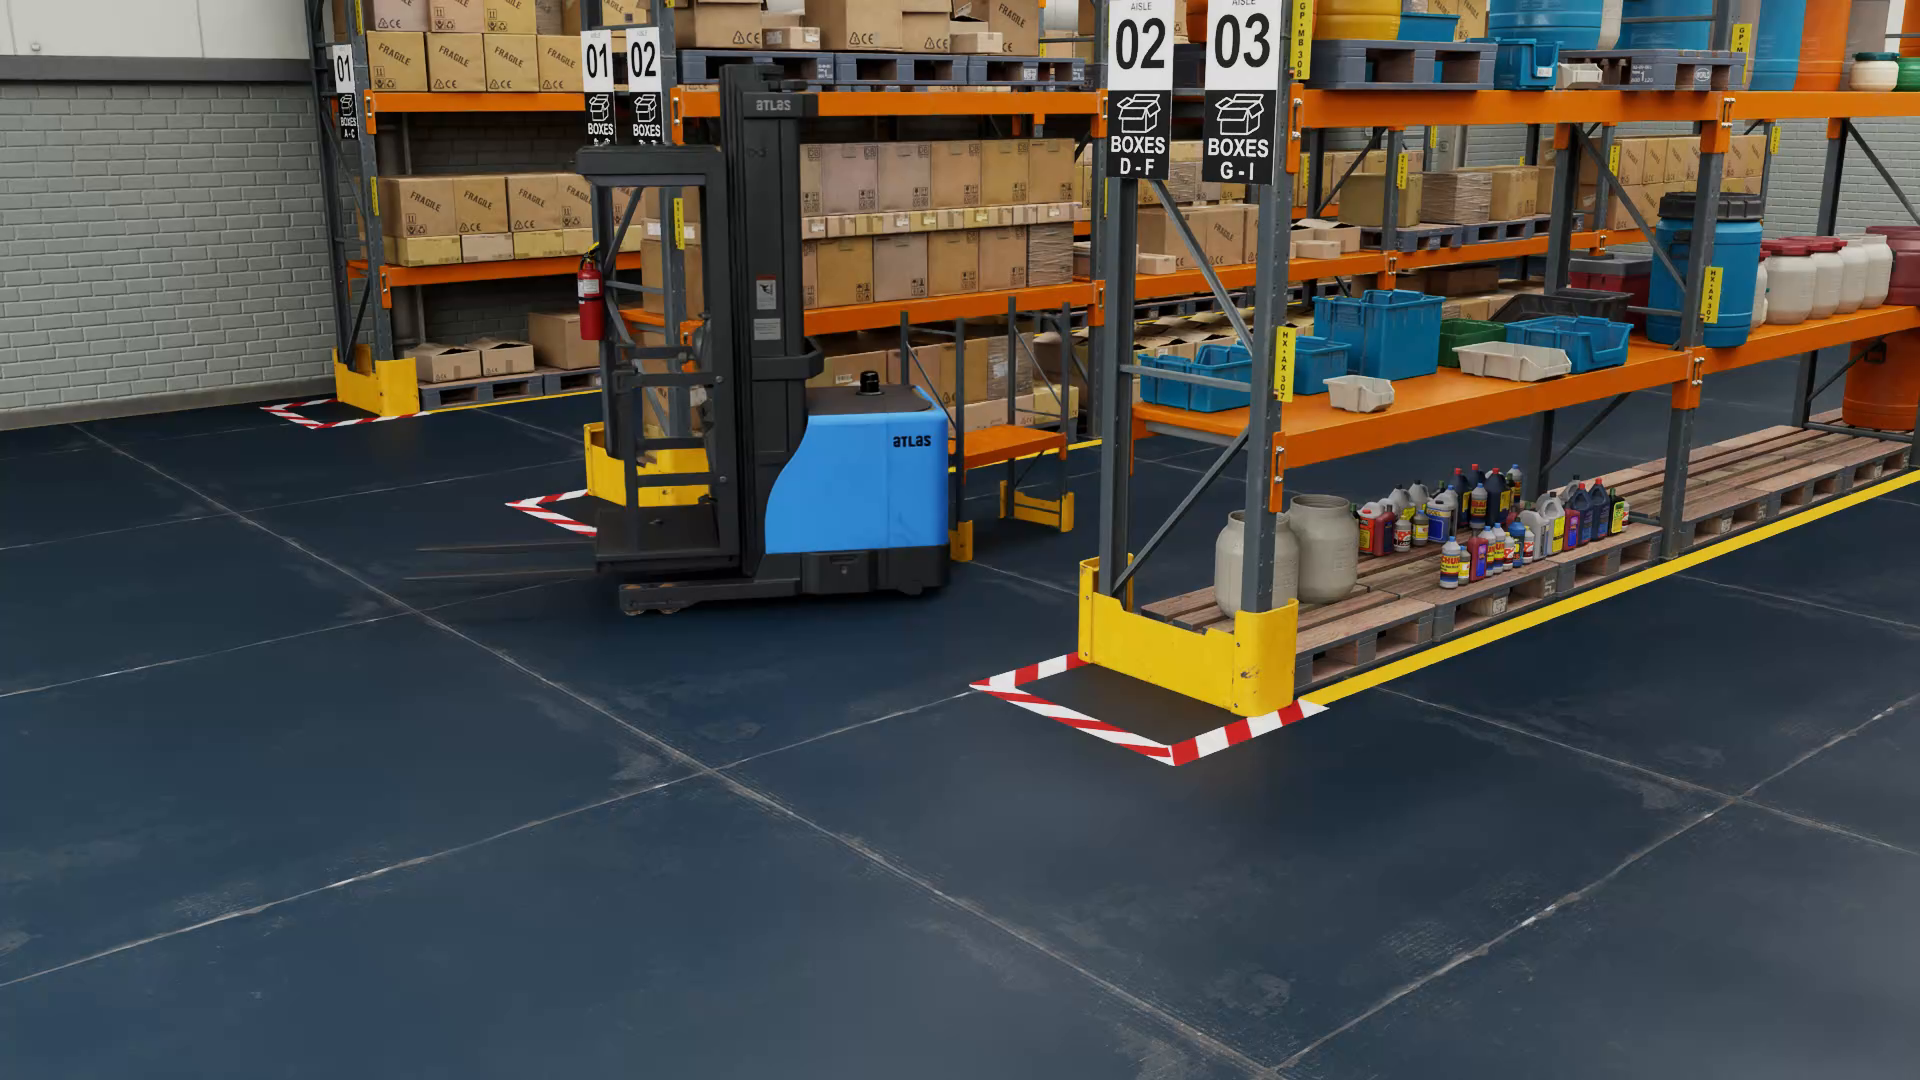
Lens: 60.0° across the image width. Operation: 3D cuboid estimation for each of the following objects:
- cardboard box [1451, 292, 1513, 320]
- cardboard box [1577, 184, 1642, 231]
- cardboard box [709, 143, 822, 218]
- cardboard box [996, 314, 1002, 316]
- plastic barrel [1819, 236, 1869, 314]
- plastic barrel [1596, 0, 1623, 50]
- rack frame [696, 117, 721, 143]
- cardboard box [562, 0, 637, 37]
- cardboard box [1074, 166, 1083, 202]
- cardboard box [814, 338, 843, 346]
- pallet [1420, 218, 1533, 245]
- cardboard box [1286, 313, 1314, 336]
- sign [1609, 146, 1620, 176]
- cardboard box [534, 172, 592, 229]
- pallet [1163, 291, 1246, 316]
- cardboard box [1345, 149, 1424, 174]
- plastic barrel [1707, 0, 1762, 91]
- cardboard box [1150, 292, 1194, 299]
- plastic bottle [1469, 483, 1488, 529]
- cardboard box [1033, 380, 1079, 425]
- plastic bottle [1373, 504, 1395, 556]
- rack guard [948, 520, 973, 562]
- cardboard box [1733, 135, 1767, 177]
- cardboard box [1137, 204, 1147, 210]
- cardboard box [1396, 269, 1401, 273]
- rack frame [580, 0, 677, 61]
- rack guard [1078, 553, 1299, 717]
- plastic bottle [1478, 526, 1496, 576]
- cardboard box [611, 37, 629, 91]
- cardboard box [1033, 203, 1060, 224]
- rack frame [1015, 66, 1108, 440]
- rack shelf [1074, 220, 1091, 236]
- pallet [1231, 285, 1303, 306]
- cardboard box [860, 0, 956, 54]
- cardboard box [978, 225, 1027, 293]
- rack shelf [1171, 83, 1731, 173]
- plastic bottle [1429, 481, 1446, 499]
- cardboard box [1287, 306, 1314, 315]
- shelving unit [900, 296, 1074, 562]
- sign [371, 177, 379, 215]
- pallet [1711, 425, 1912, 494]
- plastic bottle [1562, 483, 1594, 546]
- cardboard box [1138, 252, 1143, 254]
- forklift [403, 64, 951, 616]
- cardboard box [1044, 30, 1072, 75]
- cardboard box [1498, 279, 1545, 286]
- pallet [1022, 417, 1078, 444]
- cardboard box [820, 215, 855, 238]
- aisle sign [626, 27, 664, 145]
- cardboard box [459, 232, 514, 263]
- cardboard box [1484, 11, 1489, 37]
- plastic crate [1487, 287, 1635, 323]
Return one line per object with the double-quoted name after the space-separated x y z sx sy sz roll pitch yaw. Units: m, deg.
5.545 -2.354 17.740 0.500 0.500 0.500 -14 20 -41 "cardboard box"
7.431 -3.823 19.057 0.500 0.500 0.500 -12 19 -38 "cardboard box"
-1.391 -2.560 11.812 0.500 0.500 0.700 -13 20 -41 "cardboard box"
0.087 -2.901 19.788 0.500 0.500 0.700 -12 19 -39 "cardboard box"
6.146 -1.866 11.706 0.421 0.512 0.421 0 15 0 "plastic barrel"
3.628 -3.093 9.673 0.421 0.512 0.421 0 15 0 "plastic barrel"
-2.422 -3.350 17.480 0.127 3.000 1.000 -13 19 -39 "rack frame"
-3.415 -5.017 15.739 0.500 0.500 0.500 -14 20 -41 "cardboard box"
1.130 -4.262 20.084 0.500 0.500 0.500 -12 19 -38 "cardboard box"
-1.231 -1.267 12.740 0.500 0.500 0.500 -13 19 -39 "cardboard box"
5.315 -3.302 17.670 1.213 0.211 1.003 -13 19 -39 "pallet"
3.229 -1.983 15.791 0.500 0.311 0.500 -13 20 -40 "cardboard box"
7.235 -4.194 18.394 0.005 0.325 0.100 -13 19 -39 "sign"
-3.727 -3.252 15.912 0.500 0.500 0.500 -12 19 -38 "cardboard box"
3.081 -3.213 22.369 1.213 0.211 1.003 -13 19 -39 "pallet"
6.253 -5.440 24.721 0.700 0.700 0.980 -12 19 -37 "cardboard box"
4.816 -3.352 10.703 0.600 0.901 0.600 0 15 0 "plastic barrel"
2.540 -3.583 21.704 0.750 0.750 0.750 -12 19 -38 "cardboard box"
3.170 -0.212 10.165 0.097 0.271 0.097 0 15 0 "plastic bottle"
0.627 -1.140 13.719 0.500 0.250 0.500 -13 19 -39 "cardboard box"
2.440 -0.057 9.563 0.133 0.283 0.061 -13 19 -39 "plastic bottle"
-0.157 -0.041 10.419 0.587 0.250 0.087 13 20 40 "rack guard"
9.730 -4.822 20.857 0.500 0.500 0.500 -13 20 -40 "cardboard box"
2.146 -4.189 21.067 0.250 0.149 0.380 -13 19 -39 "cardboard box"
6.169 -4.240 24.842 0.500 0.500 0.700 -13 19 -39 "cardboard box"
-2.184 -4.607 10.561 0.127 3.000 1.000 -13 19 -39 "rack frame"
1.091 0.442 8.127 0.348 0.500 1.175 -13 19 -39 "rack guard"
2.895 0.057 9.158 0.097 0.271 0.097 0 15 0 "plastic bottle"
-3.423 -4.539 15.886 0.500 0.500 0.500 -14 20 -41 "cardboard box"
0.581 -2.619 13.291 0.250 0.149 0.380 -13 20 -41 "cardboard box"
0.833 -2.386 13.872 0.127 3.000 1.000 -13 19 -39 "rack frame"
2.105 -4.019 21.378 4.000 0.370 1.077 -13 19 -39 "rack shelf"
4.238 -3.472 23.338 1.213 0.211 1.003 -13 19 -39 "pallet"
-0.492 -3.902 12.446 0.637 0.503 0.797 -10 18 -33 "cardboard box"
0.109 -2.268 13.233 0.500 0.500 0.700 -13 20 -40 "cardboard box"
2.573 -2.184 8.696 4.000 0.370 1.077 -13 19 -39 "rack shelf"
2.906 -0.214 10.149 0.133 0.283 0.061 -12 19 -37 "plastic bottle"
3.263 -2.178 16.519 0.500 0.311 0.500 -12 19 -38 "cardboard box"
0.177 -0.740 10.615 0.587 1.500 1.083 13 20 40 "shelving unit"
-5.083 -2.985 14.436 0.005 0.325 0.100 -13 19 -39 "sign"
6.489 -0.628 12.693 1.213 0.211 1.003 -13 19 -39 "pallet"
3.640 -0.156 9.804 0.185 0.351 0.144 -14 20 -42 "plastic bottle"
1.376 -2.506 14.580 0.258 0.266 0.396 -13 20 -41 "cardboard box"
-1.621 -1.146 9.362 3.031 2.935 1.130 -3 15 -10 "forklift"
0.917 -5.830 19.903 0.700 0.500 0.500 14 21 43 "cardboard box"
6.343 -2.712 19.082 0.500 0.500 0.500 -14 20 -42 "cardboard box"
0.206 -0.913 13.758 1.213 0.211 1.003 -13 19 -39 "pallet"
-0.969 -2.270 11.986 0.250 0.149 0.380 -14 20 -41 "cardboard box"
-2.033 -2.894 10.734 0.004 0.787 0.394 -13 19 -39 "aisle sign"
-4.480 -2.721 15.377 0.500 0.250 0.500 -13 20 -41 "cardboard box"
5.435 -5.193 17.364 0.600 0.600 0.600 -14 20 -41 "cardboard box"
3.603 -1.328 10.028 0.504 0.338 0.767 -13 19 -39 "plastic crate"
